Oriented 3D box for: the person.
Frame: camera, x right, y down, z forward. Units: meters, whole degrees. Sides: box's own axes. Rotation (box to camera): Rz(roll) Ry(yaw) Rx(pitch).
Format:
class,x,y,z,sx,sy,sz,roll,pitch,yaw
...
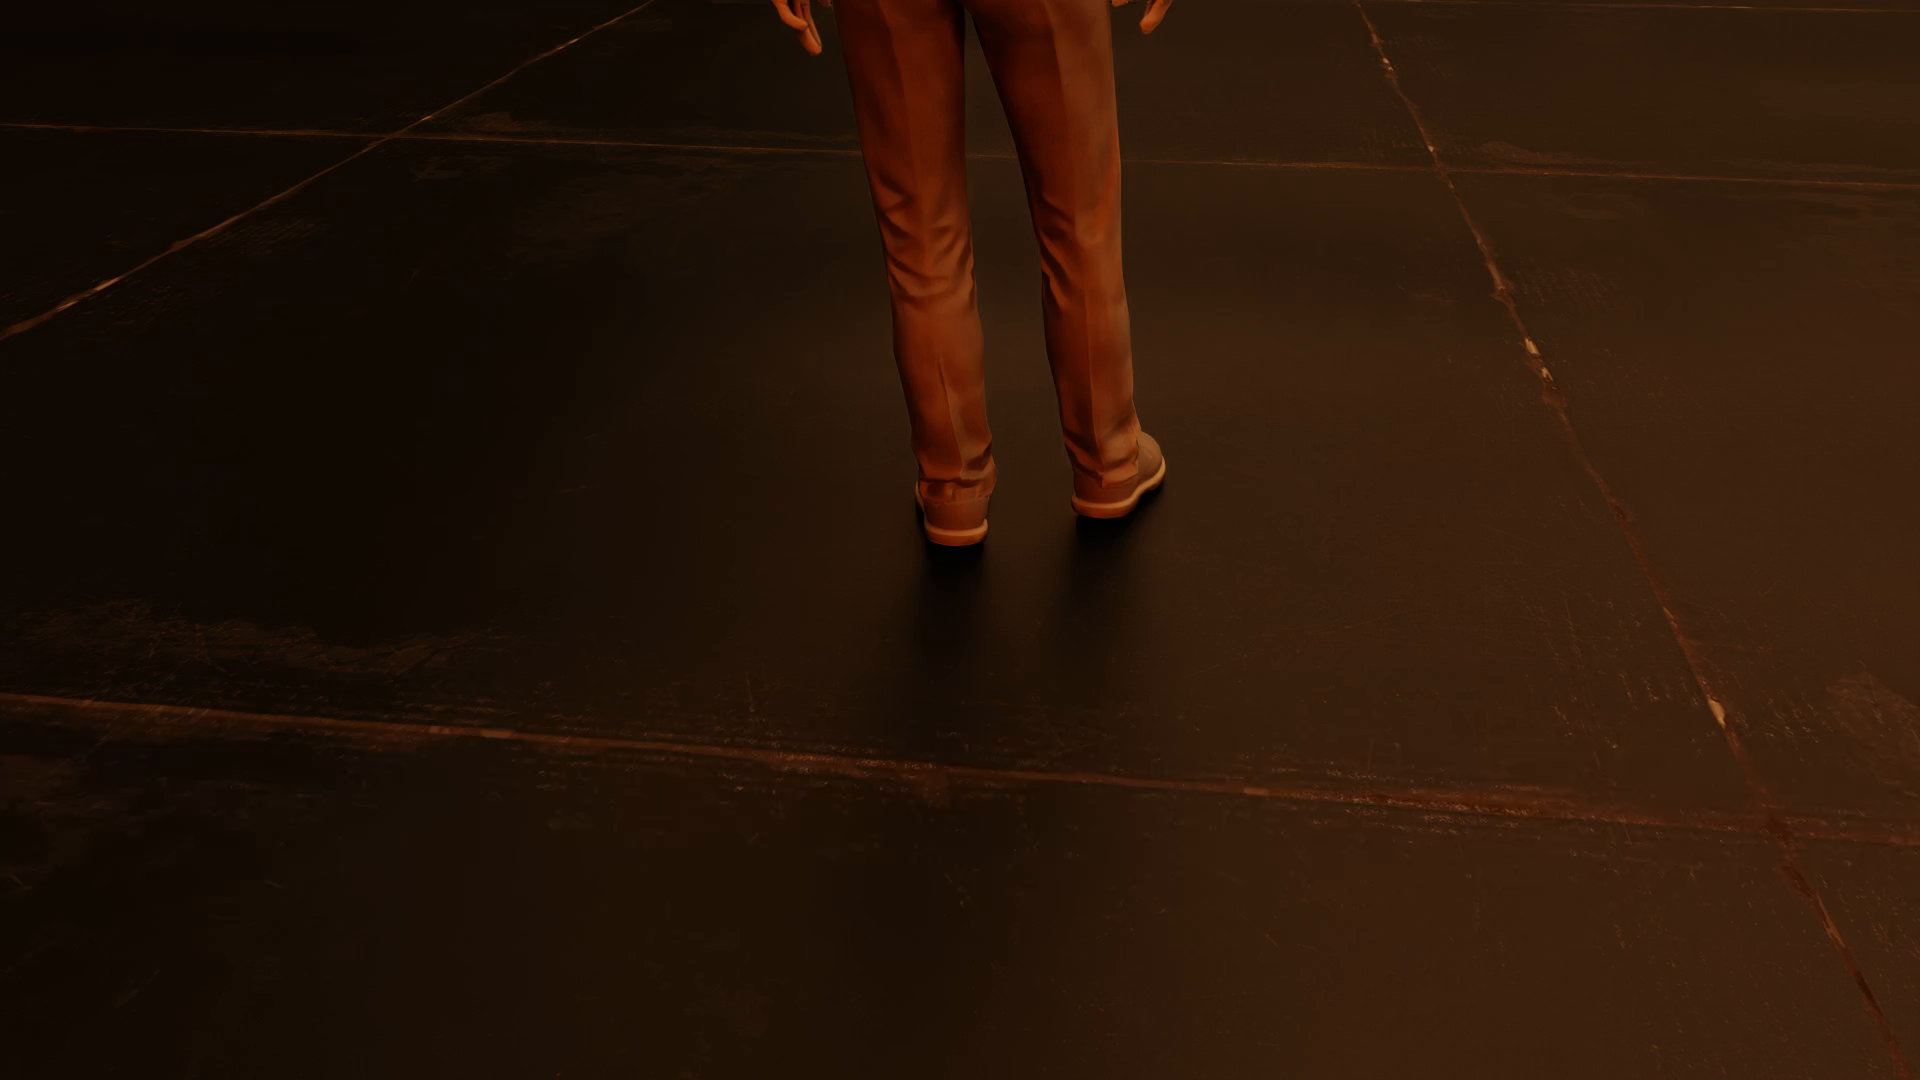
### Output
class,x,y,z,sx,sy,sz,roll,pitch,yaw
person,0.016,-0.795,2.178,0.588,1.695,0.531,3,27,7
